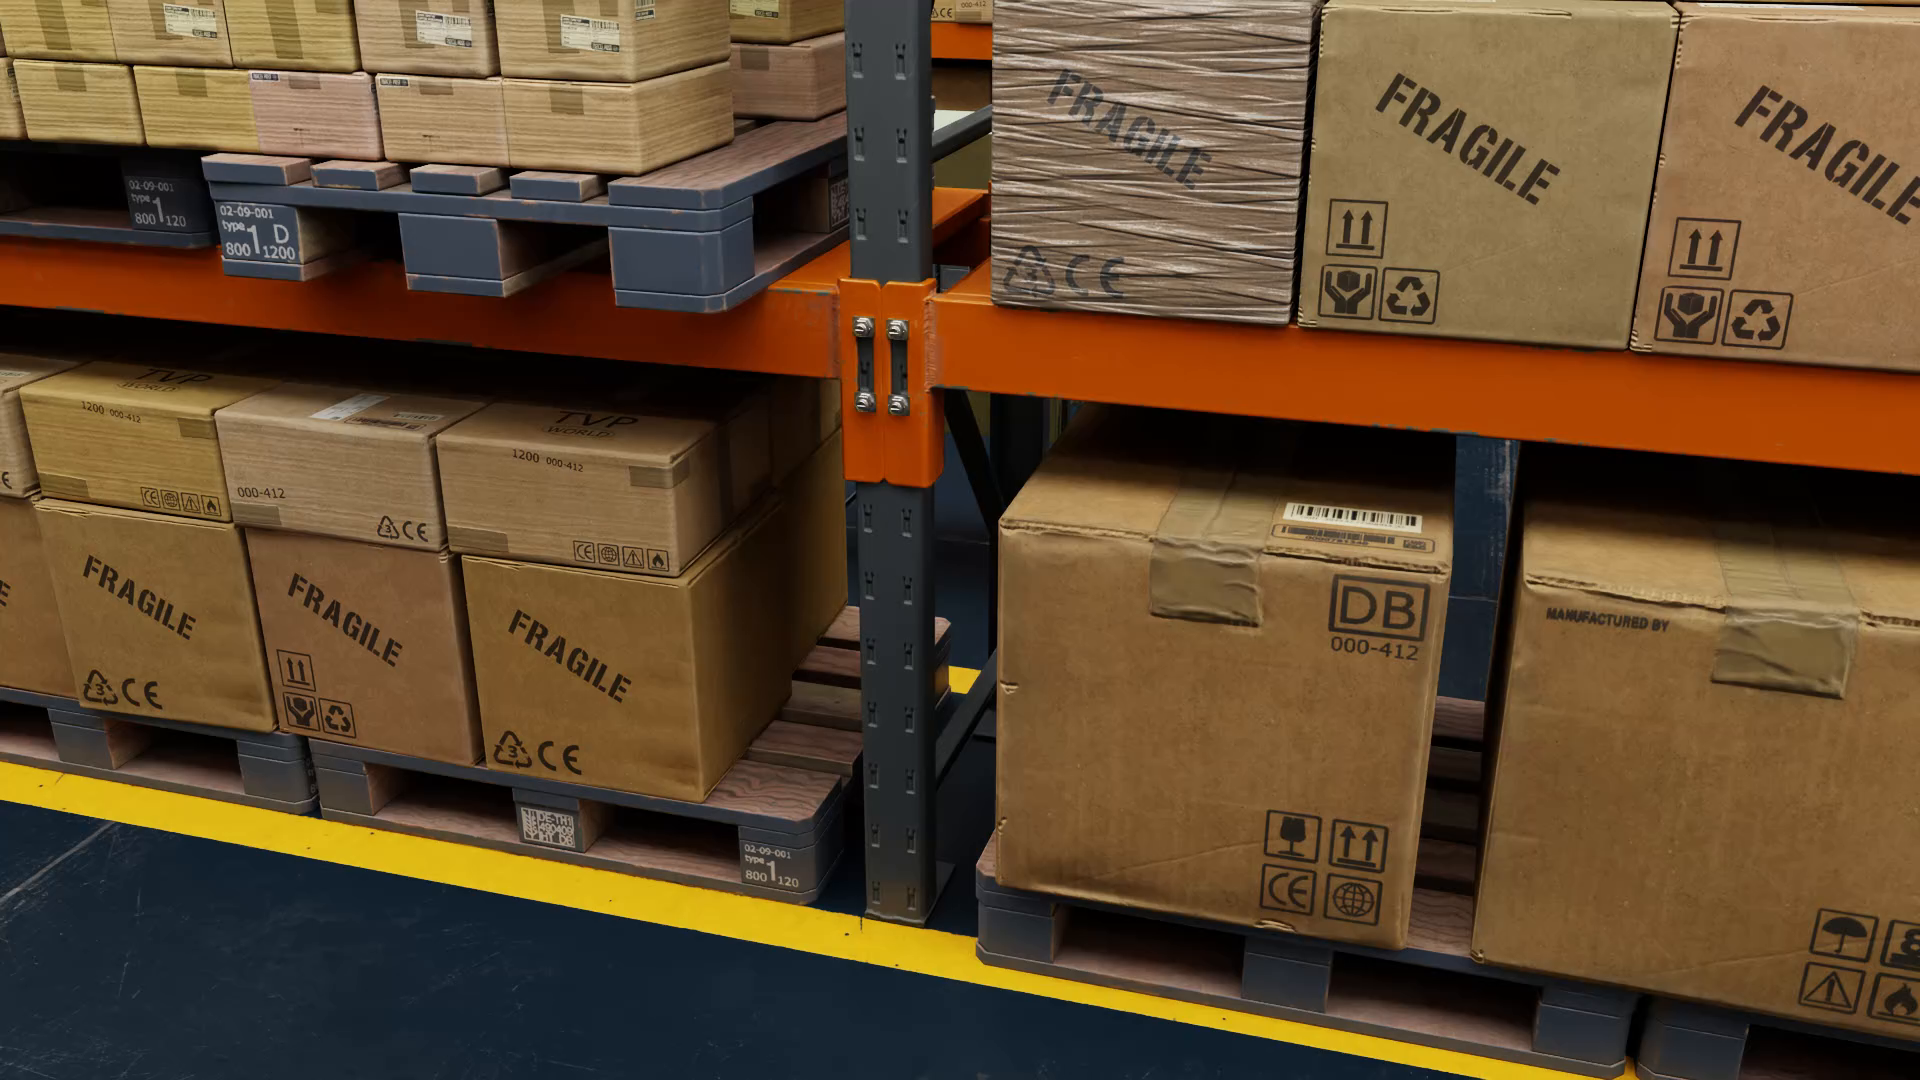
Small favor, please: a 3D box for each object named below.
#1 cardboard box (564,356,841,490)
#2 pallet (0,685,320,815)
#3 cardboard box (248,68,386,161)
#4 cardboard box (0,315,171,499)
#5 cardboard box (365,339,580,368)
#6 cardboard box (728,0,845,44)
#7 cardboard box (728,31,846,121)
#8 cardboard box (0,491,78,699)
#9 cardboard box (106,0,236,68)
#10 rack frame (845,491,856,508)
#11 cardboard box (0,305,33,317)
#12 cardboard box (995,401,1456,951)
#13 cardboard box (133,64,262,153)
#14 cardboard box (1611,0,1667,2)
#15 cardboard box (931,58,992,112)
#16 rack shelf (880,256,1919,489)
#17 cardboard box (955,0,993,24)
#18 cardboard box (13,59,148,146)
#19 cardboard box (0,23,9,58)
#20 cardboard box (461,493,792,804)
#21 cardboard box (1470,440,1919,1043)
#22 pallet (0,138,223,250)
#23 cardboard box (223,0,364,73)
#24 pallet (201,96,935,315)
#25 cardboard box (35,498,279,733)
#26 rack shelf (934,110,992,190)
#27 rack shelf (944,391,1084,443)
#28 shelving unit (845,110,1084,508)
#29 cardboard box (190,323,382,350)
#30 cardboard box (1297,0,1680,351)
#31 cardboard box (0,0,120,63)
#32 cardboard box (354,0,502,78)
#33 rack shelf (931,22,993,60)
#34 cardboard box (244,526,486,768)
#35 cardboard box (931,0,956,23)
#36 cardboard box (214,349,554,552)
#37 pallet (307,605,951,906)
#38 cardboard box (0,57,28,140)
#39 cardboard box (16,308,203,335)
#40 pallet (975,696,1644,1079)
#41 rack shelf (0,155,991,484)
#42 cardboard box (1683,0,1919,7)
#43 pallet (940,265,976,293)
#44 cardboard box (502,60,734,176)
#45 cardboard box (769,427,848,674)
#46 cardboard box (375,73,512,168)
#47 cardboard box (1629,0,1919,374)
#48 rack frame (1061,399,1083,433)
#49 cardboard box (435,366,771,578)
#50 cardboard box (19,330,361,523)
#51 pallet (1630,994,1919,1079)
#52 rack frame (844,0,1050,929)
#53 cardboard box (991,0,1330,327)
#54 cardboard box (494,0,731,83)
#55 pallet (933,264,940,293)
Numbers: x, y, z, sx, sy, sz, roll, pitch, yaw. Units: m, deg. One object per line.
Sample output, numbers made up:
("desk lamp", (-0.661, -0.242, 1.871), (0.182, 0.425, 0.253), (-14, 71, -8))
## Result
("cardboard box", (-0.579, -0.339, 3.896), (0.500, 0.250, 0.500), (5, 23, 13))
("pallet", (-1.901, 0.279, 4.312), (1.213, 0.211, 1.003), (7, 23, 16))
("cardboard box", (-1.077, -0.812, 3.074), (0.250, 0.149, 0.380), (7, 23, 16))
("cardboard box", (-2.190, -0.322, 3.855), (0.500, 0.250, 0.500), (7, 23, 18))
("cardboard box", (-1.065, -0.395, 4.032), (0.500, 0.250, 0.500), (6, 23, 15))
("cardboard box", (-0.393, -1.132, 3.464), (0.250, 0.149, 0.380), (8, 24, 18))
("cardboard box", (-0.359, -0.991, 3.512), (0.250, 0.149, 0.380), (6, 23, 15))
("cardboard box", (-2.175, 0.020, 4.009), (0.500, 0.500, 0.500), (7, 23, 16))
("cardboard box", (-1.341, -0.979, 3.091), (0.250, 0.149, 0.380), (7, 23, 16))
("rack frame", (-0.344, -0.733, 5.081), (0.023, 1.500, 0.400), (7, 23, 16))
("cardboard box", (-2.544, -0.563, 4.442), (0.500, 0.250, 0.500), (8, 24, 18))
("cardboard box", (0.568, 0.155, 3.350), (0.750, 0.750, 1.050), (6, 23, 15))
("cardboard box", (-1.315, -0.840, 3.144), (0.250, 0.149, 0.380), (6, 23, 15))
("cardboard box", (0.923, -1.192, 2.774), (0.500, 0.500, 0.700), (6, 23, 15))
("cardboard box", (-0.146, -2.017, 8.481), (0.875, 0.875, 0.875), (7, 23, 16))
("rack shelf", (1.926, -0.239, 2.847), (4.000, 0.370, 1.077), (7, 23, 16))
("cardboard box", (0.291, -2.542, 7.713), (0.500, 0.250, 0.500), (7, 23, 16))
("cardboard box", (-1.573, -0.869, 3.215), (0.250, 0.149, 0.380), (6, 23, 13))
("cardboard box", (-1.829, -1.036, 3.228), (0.250, 0.149, 0.380), (7, 23, 17))
("cardboard box", (-0.694, 0.194, 3.584), (0.500, 0.500, 0.500), (6, 23, 15))
("cardboard box", (1.406, 0.250, 3.119), (0.750, 0.750, 1.050), (7, 23, 16))
("pallet", (-1.896, -0.904, 3.774), (1.213, 0.211, 1.003), (7, 23, 16))
("cardboard box", (-1.102, -0.952, 3.023), (0.250, 0.149, 0.380), (7, 23, 17))
("pallet", (-0.702, -0.741, 3.378), (1.003, 0.211, 1.213), (7, 23, 16))
("cardboard box", (-1.701, 0.084, 3.853), (0.500, 0.500, 0.500), (5, 23, 13))
("rack shelf", (0.006, -1.054, 4.836), (0.720, 0.370, 0.431), (7, 23, 16))
("rack shelf", (0.006, -0.392, 5.107), (0.720, 0.370, 0.431), (7, 23, 16))
("shelving unit", (0.006, -0.693, 4.984), (0.755, 1.500, 0.431), (7, 23, 16))
("cardboard box", (-1.535, -0.454, 4.175), (0.500, 0.250, 0.500), (7, 23, 16))
("cardboard box", (0.851, -0.635, 2.734), (0.500, 0.500, 0.500), (6, 23, 15))
("cardboard box", (-1.579, -1.007, 3.159), (0.250, 0.149, 0.380), (6, 23, 15))
("cardboard box", (-0.849, -0.924, 2.955), (0.250, 0.149, 0.380), (7, 23, 18))
("rack shelf", (-0.570, -2.487, 8.328), (4.000, 0.370, 1.077), (7, 23, 16))
("cardboard box", (-1.190, 0.136, 3.726), (0.500, 0.500, 0.500), (8, 23, 18))
("cardboard box", (-0.186, -2.603, 7.862), (0.500, 0.250, 0.500), (6, 23, 15))
("cardboard box", (-1.206, -0.207, 3.573), (0.500, 0.250, 0.500), (7, 23, 16))
("pallet", (-0.737, 0.413, 3.985), (1.213, 0.211, 1.003), (7, 23, 16))
("cardboard box", (-1.820, -0.898, 3.285), (0.250, 0.149, 0.380), (7, 23, 17))
("cardboard box", (-2.034, -0.510, 4.314), (0.500, 0.250, 0.500), (5, 23, 13))
("pallet", (0.744, 0.613, 3.497), (1.213, 0.211, 1.003), (7, 23, 16))
("rack shelf", (-1.904, -0.677, 3.916), (4.000, 0.370, 1.077), (7, 23, 16))
("cardboard box", (1.415, -1.136, 2.639), (0.500, 0.500, 0.700), (6, 23, 15))
("pallet", (0.611, -1.424, 8.463), (1.213, 0.211, 1.003), (7, 23, 16))
("cardboard box", (-0.594, -0.756, 2.938), (0.250, 0.149, 0.380), (7, 23, 16))
("cardboard box", (-0.592, 0.001, 4.055), (0.500, 0.500, 0.500), (6, 23, 13))
("cardboard box", (-0.831, -0.784, 3.006), (0.250, 0.149, 0.380), (6, 23, 15))
("cardboard box", (1.333, -0.580, 2.599), (0.500, 0.500, 0.500), (7, 23, 15))
("rack frame", (0.357, -0.653, 4.886), (0.023, 1.500, 0.400), (7, 23, 16))
("cardboard box", (-0.719, -0.155, 3.448), (0.500, 0.250, 0.500), (6, 23, 14))
("cardboard box", (-1.688, -0.268, 3.723), (0.500, 0.250, 0.500), (7, 23, 17))
("pallet", (1.908, 0.748, 3.169), (1.213, 0.211, 1.003), (7, 23, 16))
("rack frame", (0.011, -0.791, 3.245), (0.127, 3.000, 1.000), (7, 23, 16))
("cardboard box", (0.363, -0.690, 2.867), (0.500, 0.500, 0.500), (7, 23, 16))
("cardboard box", (-0.593, -0.895, 2.885), (0.250, 0.149, 0.380), (7, 23, 17))
("pallet", (-0.553, -1.558, 8.791), (1.213, 0.211, 1.003), (7, 23, 16))
